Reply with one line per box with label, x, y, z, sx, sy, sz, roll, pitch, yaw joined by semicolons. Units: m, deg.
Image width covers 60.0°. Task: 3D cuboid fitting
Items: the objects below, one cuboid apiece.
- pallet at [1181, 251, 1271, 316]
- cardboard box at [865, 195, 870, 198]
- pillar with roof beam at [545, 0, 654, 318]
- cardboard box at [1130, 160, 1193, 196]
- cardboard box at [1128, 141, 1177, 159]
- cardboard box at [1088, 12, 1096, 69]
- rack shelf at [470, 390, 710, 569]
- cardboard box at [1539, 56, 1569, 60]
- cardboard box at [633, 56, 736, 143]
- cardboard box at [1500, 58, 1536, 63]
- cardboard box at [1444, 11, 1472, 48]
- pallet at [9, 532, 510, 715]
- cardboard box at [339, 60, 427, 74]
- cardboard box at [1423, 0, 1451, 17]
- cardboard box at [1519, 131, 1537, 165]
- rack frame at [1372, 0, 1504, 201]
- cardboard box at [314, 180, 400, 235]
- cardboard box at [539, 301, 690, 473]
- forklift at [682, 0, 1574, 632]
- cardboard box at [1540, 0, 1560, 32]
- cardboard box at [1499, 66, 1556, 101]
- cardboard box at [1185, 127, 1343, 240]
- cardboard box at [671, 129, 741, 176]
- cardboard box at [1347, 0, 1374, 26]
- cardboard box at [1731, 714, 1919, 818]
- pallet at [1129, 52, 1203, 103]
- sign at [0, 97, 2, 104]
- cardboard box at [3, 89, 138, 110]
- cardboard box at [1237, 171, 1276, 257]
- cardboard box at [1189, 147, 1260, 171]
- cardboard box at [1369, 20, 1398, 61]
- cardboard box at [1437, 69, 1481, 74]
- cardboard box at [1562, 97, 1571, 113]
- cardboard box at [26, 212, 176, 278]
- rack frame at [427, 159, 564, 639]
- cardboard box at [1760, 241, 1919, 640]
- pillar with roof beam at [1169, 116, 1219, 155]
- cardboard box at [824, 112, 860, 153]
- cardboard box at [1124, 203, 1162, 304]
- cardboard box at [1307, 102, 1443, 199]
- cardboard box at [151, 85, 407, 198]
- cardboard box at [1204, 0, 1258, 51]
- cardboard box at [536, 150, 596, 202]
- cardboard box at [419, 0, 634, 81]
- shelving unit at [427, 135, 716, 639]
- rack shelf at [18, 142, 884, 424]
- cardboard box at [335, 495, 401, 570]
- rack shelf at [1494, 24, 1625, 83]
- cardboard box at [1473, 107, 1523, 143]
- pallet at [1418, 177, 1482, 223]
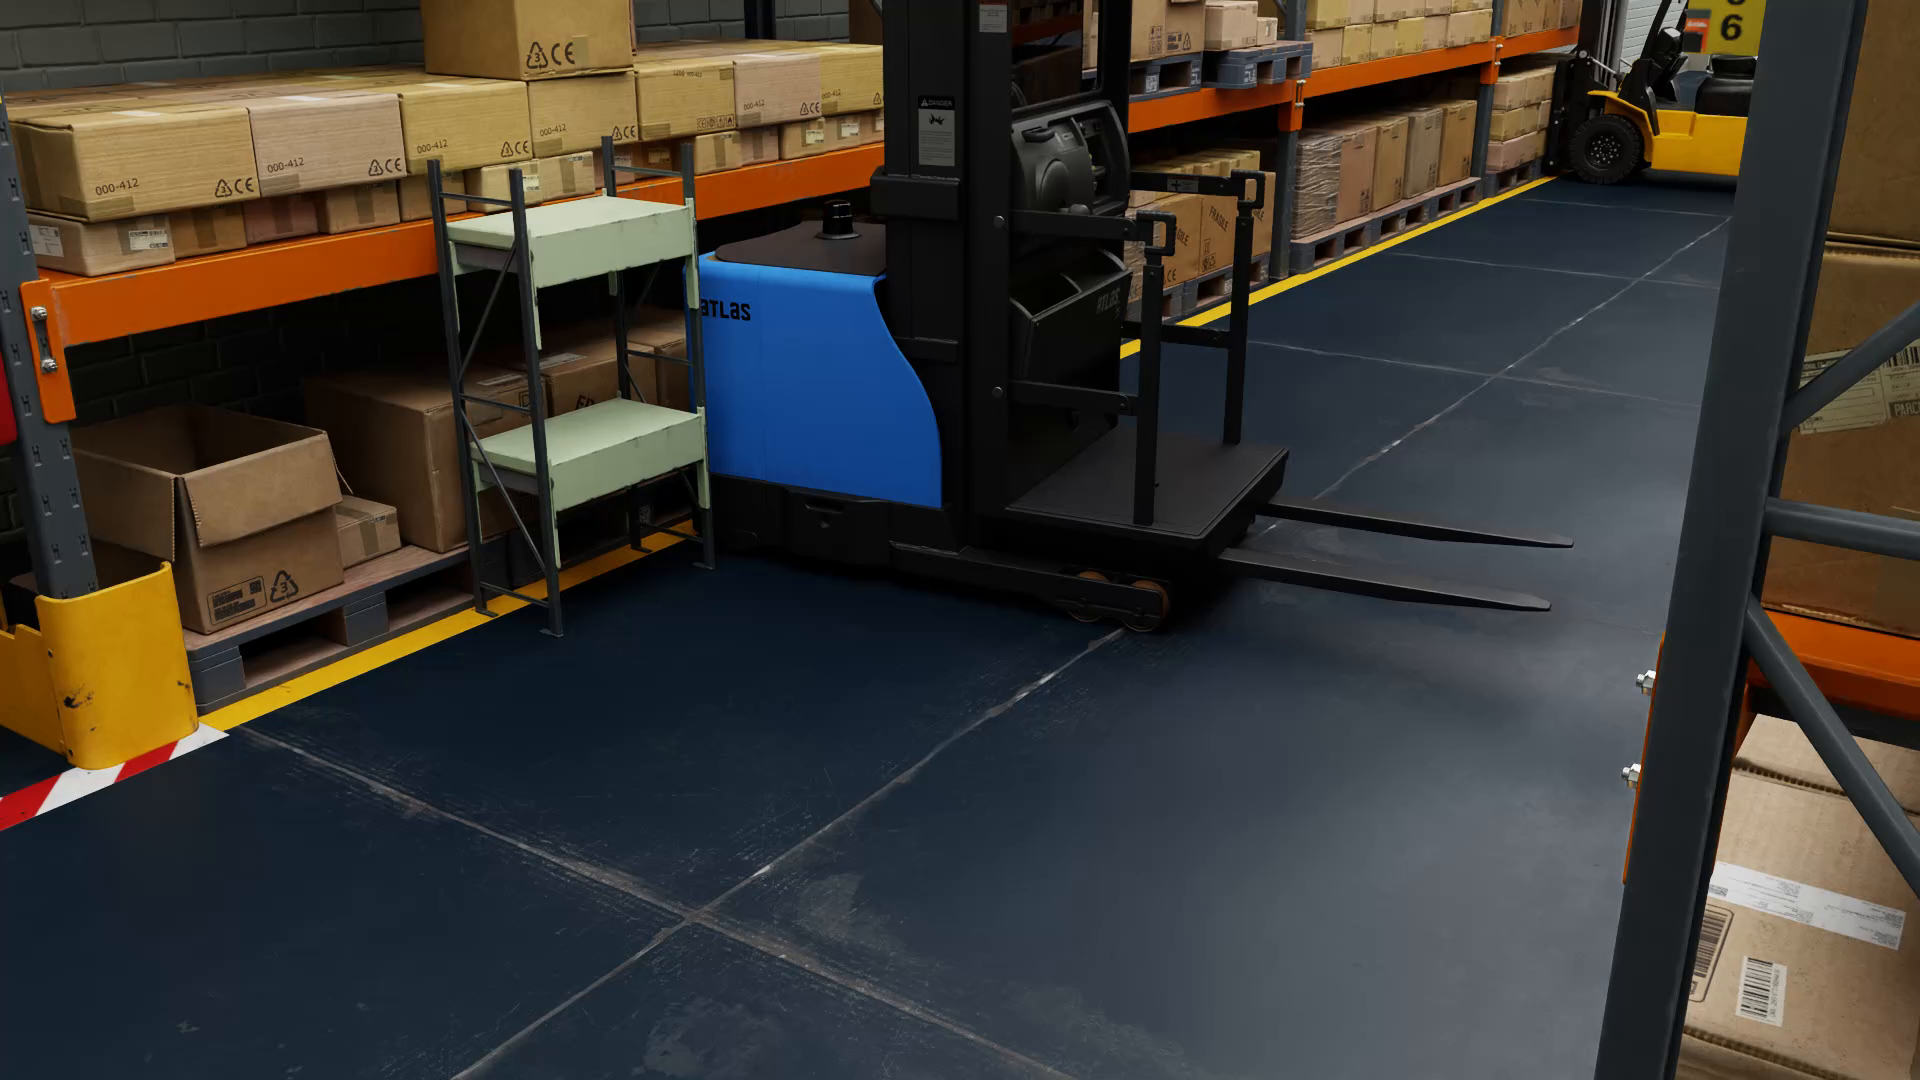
pallet;1.255;-1.689;10.526;1.003;0.211;1.213;13;24;32
cardboard box;-0.301;-1.694;8.584;0.380;0.149;0.250;14;24;32
pillar with roof beam;1.881;-4.006;4.123;9.100;9.000;0.400;13;24;32
cardboard box;1.139;-2.123;9.743;0.380;0.149;0.250;14;25;33
cardboard box;1.155;-2.443;10.610;0.380;0.149;0.250;15;25;35
cardboard box;0.555;-2.513;8.325;0.396;0.266;0.258;15;25;34
rack shelf;-1.256;-0.223;5.646;0.431;0.370;0.720;13;24;32
cardboard box;5.920;-4.534;16.117;0.500;0.250;0.500;14;24;33
cardboard box;-1.188;-1.644;6.173;0.500;0.250;0.500;13;24;31
cardboard box;5.208;-4.489;15.993;0.500;0.250;0.500;13;24;31
cardboard box;3.609;-3.940;12.809;0.500;0.250;0.500;13;24;32
pallet;-2.301;0.149;5.558;1.003;0.211;1.213;13;24;32
cardboard box;-1.885;-1.600;6.054;0.500;0.250;0.500;13;24;32
cardboard box;3.314;-4.030;12.332;0.500;0.250;0.500;14;24;33
cardboard box;4.773;-3.481;14.711;0.500;0.250;0.500;13;24;31
rack frame;3.954;-4.351;13.704;1.000;3.000;0.127;13;24;32
cardboard box;-1.963;-1.056;5.158;0.380;0.149;0.250;14;25;33
cardboard box;-1.273;-0.625;6.629;0.700;0.500;0.500;12;24;30
forklift;0.563;-1.282;5.507;3.031;2.935;1.130;9;22;24
cardboard box;4.982;-4.773;14.700;0.500;0.500;0.500;13;24;31
cardboard box;5.052;-4.095;14.928;0.500;0.250;0.500;14;25;34
cardboard box;2.068;-2.463;11.417;0.875;0.625;0.625;14;25;34
cardboard box;-1.058;-1.490;6.332;0.380;0.149;0.250;13;24;31
cardboard box;2.440;-3.591;11.144;0.500;0.250;0.500;14;25;33
cardboard box;2.112;0.591;3.433;0.875;0.438;0.875;14;25;33
pallet;0.616;-2.555;9.124;1.003;0.211;1.213;13;24;32
sign;-2.343;-1.208;3.960;0.100;0.325;0.005;13;24;32
cardboard box;-2.752;-1.161;4.867;0.500;0.250;0.500;14;25;33
cardboard box;1.646;-2.065;10.521;0.500;0.500;0.500;14;25;33
cardboard box;1.637;-2.341;10.333;0.380;0.149;0.250;12;23;29
cardboard box;2.728;-3.505;11.634;0.500;0.250;0.500;12;24;30
cardboard box;4.343;-4.055;14.820;0.500;0.250;0.500;13;24;31
cardboard box;5.340;-4.003;15.401;0.500;0.250;0.500;13;24;32
cardboard box;-2.380;-0.831;4.550;0.380;0.149;0.250;13;24;31
rack frame;-1.461;-0.424;5.248;0.400;1.500;0.023;13;24;32
cardboard box;1.368;-0.178;2.278;0.500;0.500;0.500;13;24;32
pillar with roof beam;5.253;-5.727;8.777;9.100;9.000;0.400;13;24;32
cardboard box;-0.642;-1.718;6.949;0.380;0.149;0.250;14;25;33
cardboard box;0.787;-1.620;9.318;0.500;0.500;0.500;12;24;30
cardboard box;3.228;-3.061;13.035;0.875;0.625;0.625;13;24;31
cardboard box;-2.030;-1.200;4.972;0.500;0.250;0.500;14;24;32
cardboard box;1.380;-2.964;9.566;0.500;0.250;0.500;12;23;29
cardboard box;-1.483;-1.270;5.738;0.380;0.149;0.250;14;24;33
cardboard box;-1.471;-1.837;5.614;0.500;0.500;0.500;14;24;33
shelving unit;-1.255;-0.529;5.533;0.431;1.500;0.755;13;24;32
rack shelf;-1.667;-1.144;6.072;1.077;0.370;4.000;13;24;32
cardboard box;-2.098;-0.039;5.551;0.380;0.149;0.250;12;24;30
rack shelf;5.078;-4.588;15.380;1.077;0.370;4.000;13;24;32
cardboard box;4.481;-3.572;14.234;0.500;0.250;0.500;13;24;32
pallet;3.572;-2.824;13.596;1.003;0.211;1.213;13;24;32
